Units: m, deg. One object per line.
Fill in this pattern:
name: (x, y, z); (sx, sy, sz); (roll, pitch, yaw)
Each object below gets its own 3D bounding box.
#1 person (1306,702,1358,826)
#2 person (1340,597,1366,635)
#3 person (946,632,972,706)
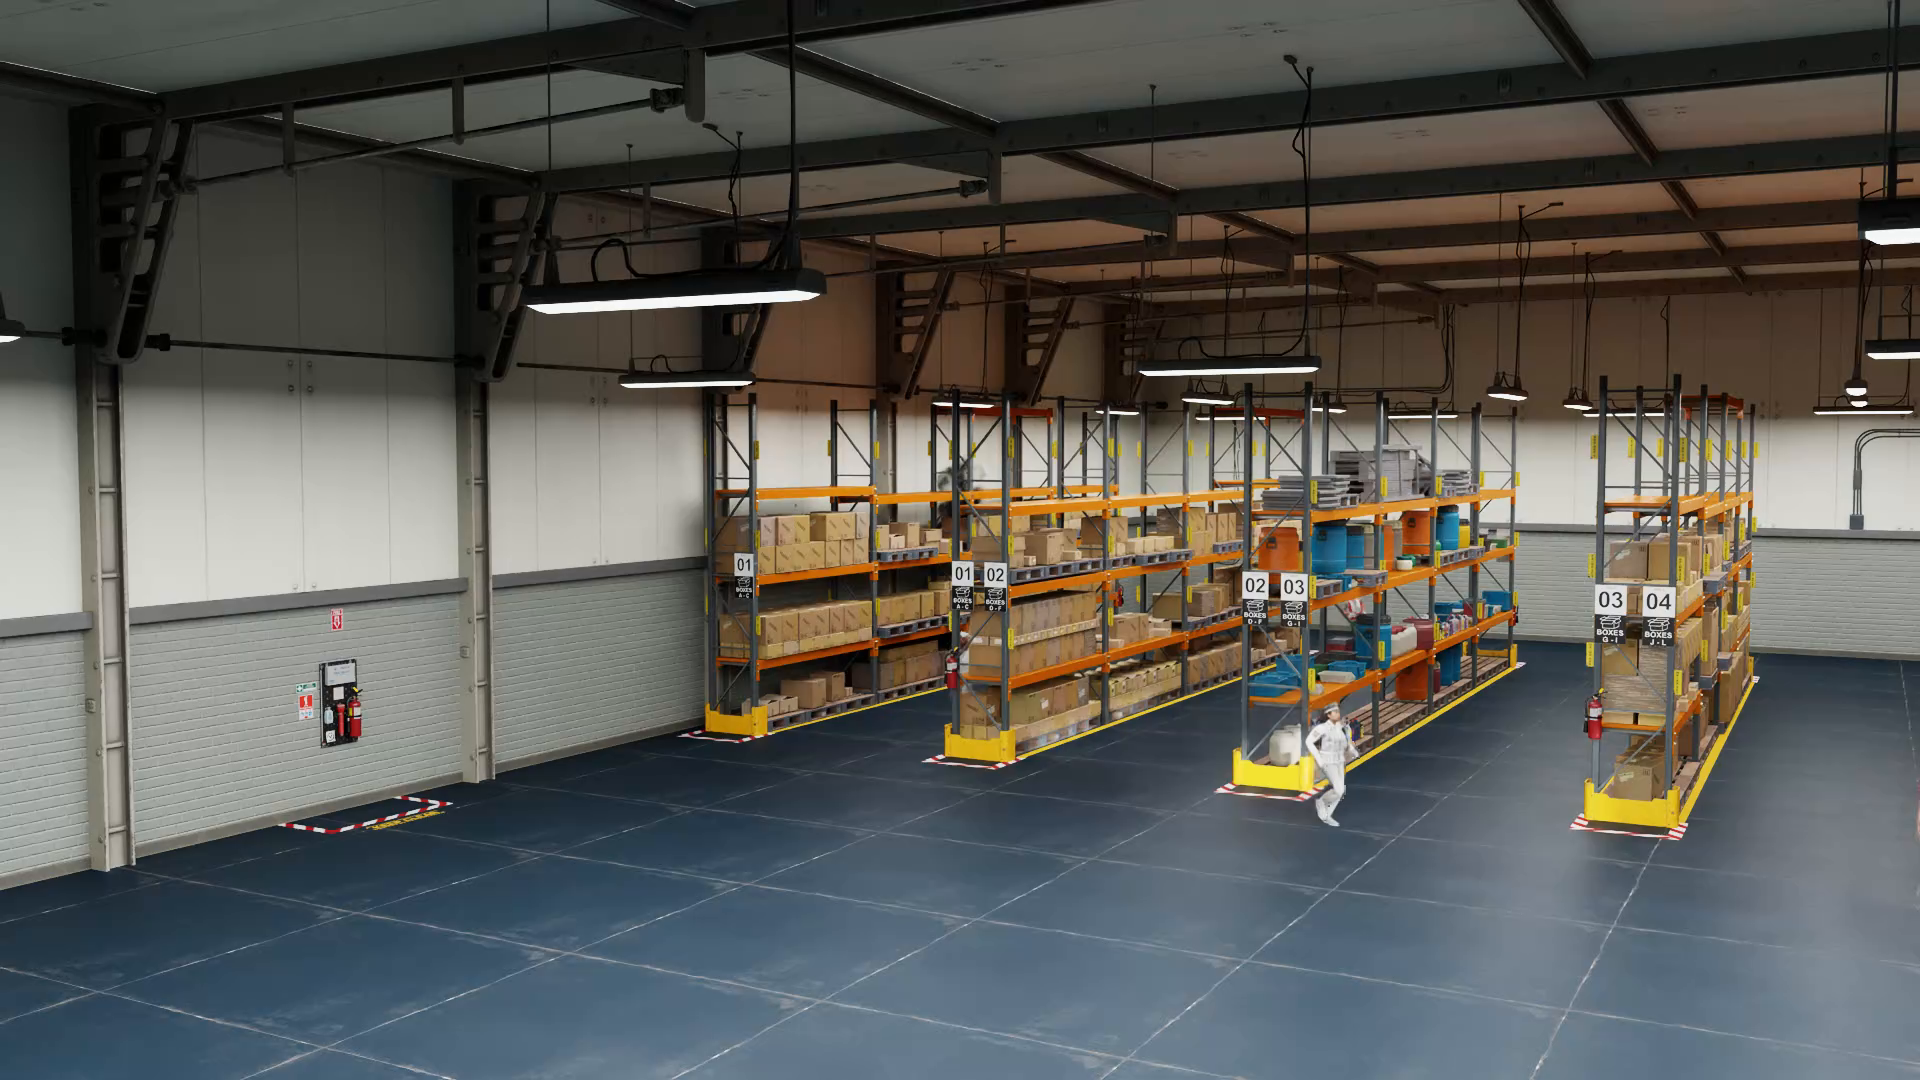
person: (5.002, 2.985, 22.158); (0.677, 1.668, 0.553); (-3, 4, -39)
person: (9.715, 1.961, 40.617); (0.845, 1.721, 0.633); (-1, 3, -10)
person: (0.063, 2.514, 29.862); (0.687, 1.743, 0.704); (1, 3, 19)
